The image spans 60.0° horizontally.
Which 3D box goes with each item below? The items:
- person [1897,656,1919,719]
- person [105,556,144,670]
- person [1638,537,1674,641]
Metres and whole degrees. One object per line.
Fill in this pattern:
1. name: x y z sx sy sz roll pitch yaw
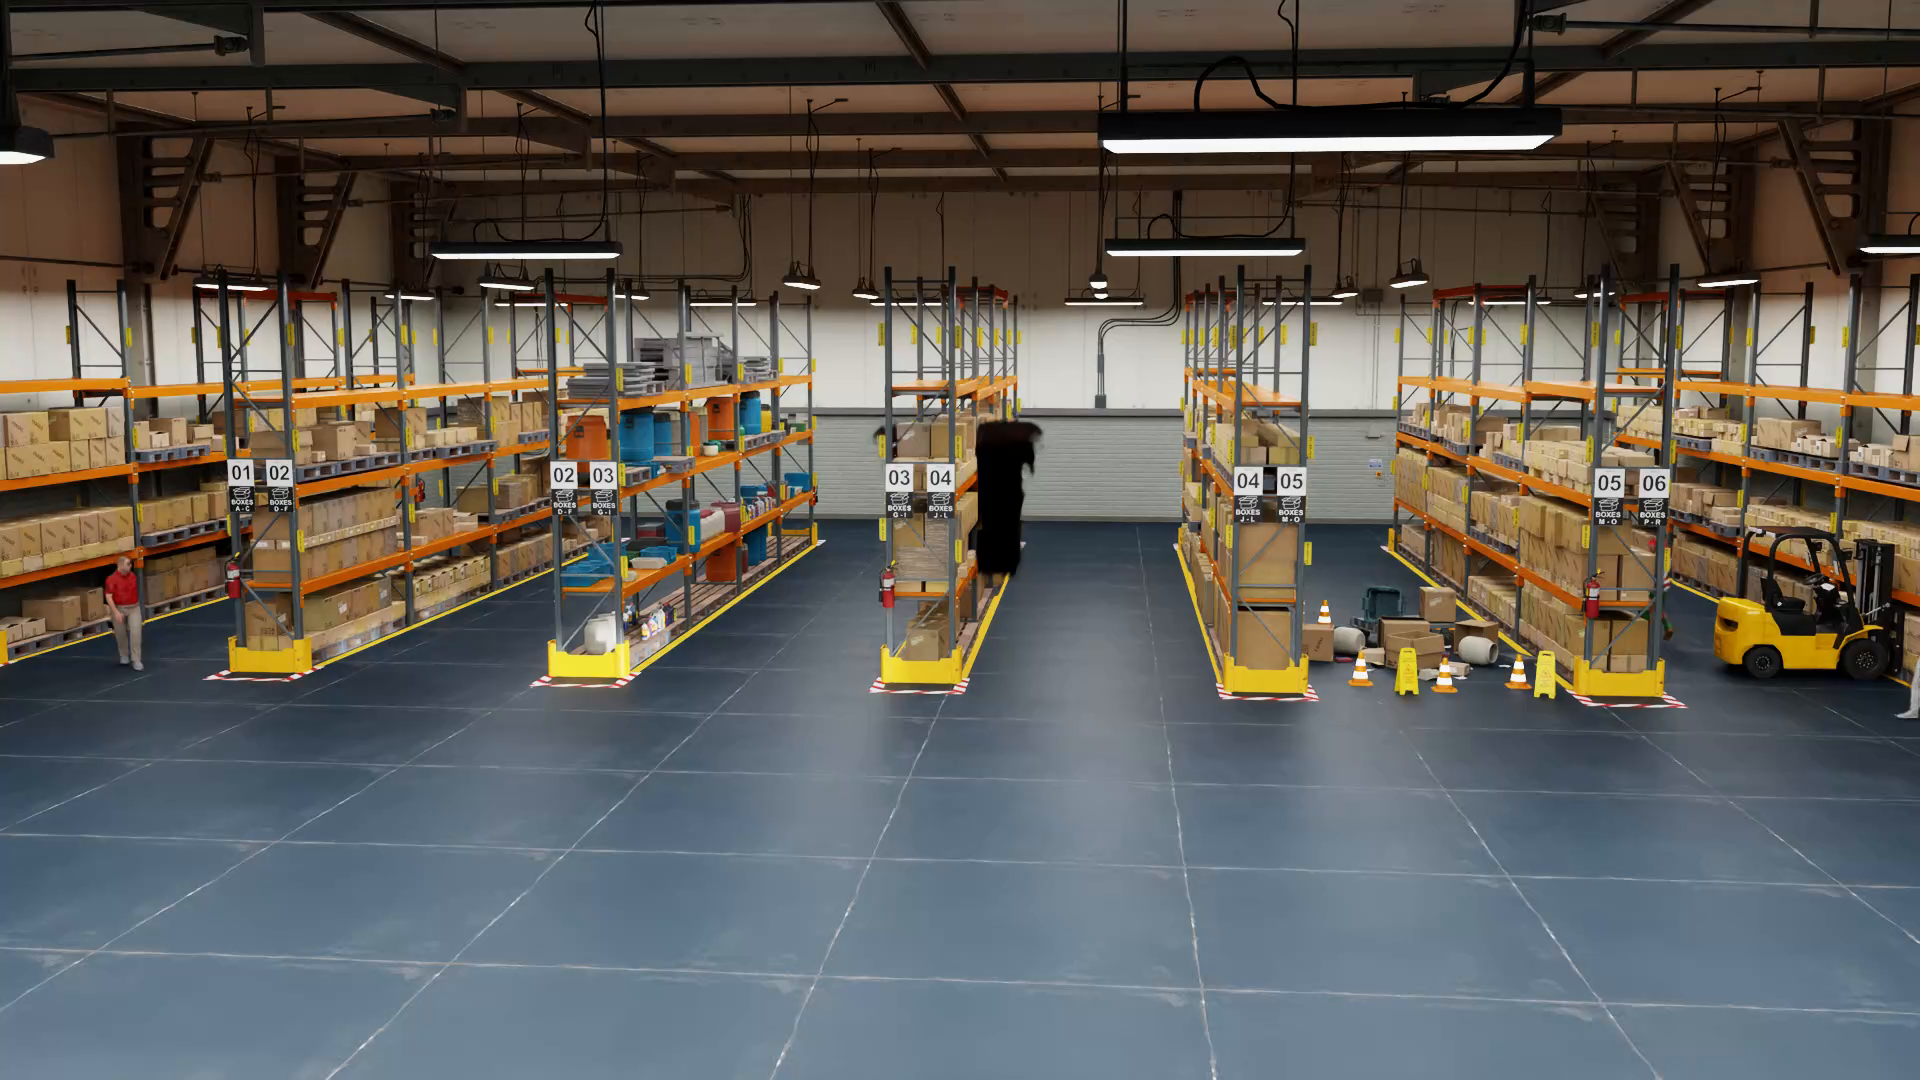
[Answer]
1. person: 12.809 1.534 21.781 0.919 1.645 0.455 -1 7 -10
2. person: -12.691 1.087 25.239 0.477 1.672 1.009 -3 8 -25
3. person: 11.459 0.811 27.470 0.612 1.760 0.633 -4 8 -32
